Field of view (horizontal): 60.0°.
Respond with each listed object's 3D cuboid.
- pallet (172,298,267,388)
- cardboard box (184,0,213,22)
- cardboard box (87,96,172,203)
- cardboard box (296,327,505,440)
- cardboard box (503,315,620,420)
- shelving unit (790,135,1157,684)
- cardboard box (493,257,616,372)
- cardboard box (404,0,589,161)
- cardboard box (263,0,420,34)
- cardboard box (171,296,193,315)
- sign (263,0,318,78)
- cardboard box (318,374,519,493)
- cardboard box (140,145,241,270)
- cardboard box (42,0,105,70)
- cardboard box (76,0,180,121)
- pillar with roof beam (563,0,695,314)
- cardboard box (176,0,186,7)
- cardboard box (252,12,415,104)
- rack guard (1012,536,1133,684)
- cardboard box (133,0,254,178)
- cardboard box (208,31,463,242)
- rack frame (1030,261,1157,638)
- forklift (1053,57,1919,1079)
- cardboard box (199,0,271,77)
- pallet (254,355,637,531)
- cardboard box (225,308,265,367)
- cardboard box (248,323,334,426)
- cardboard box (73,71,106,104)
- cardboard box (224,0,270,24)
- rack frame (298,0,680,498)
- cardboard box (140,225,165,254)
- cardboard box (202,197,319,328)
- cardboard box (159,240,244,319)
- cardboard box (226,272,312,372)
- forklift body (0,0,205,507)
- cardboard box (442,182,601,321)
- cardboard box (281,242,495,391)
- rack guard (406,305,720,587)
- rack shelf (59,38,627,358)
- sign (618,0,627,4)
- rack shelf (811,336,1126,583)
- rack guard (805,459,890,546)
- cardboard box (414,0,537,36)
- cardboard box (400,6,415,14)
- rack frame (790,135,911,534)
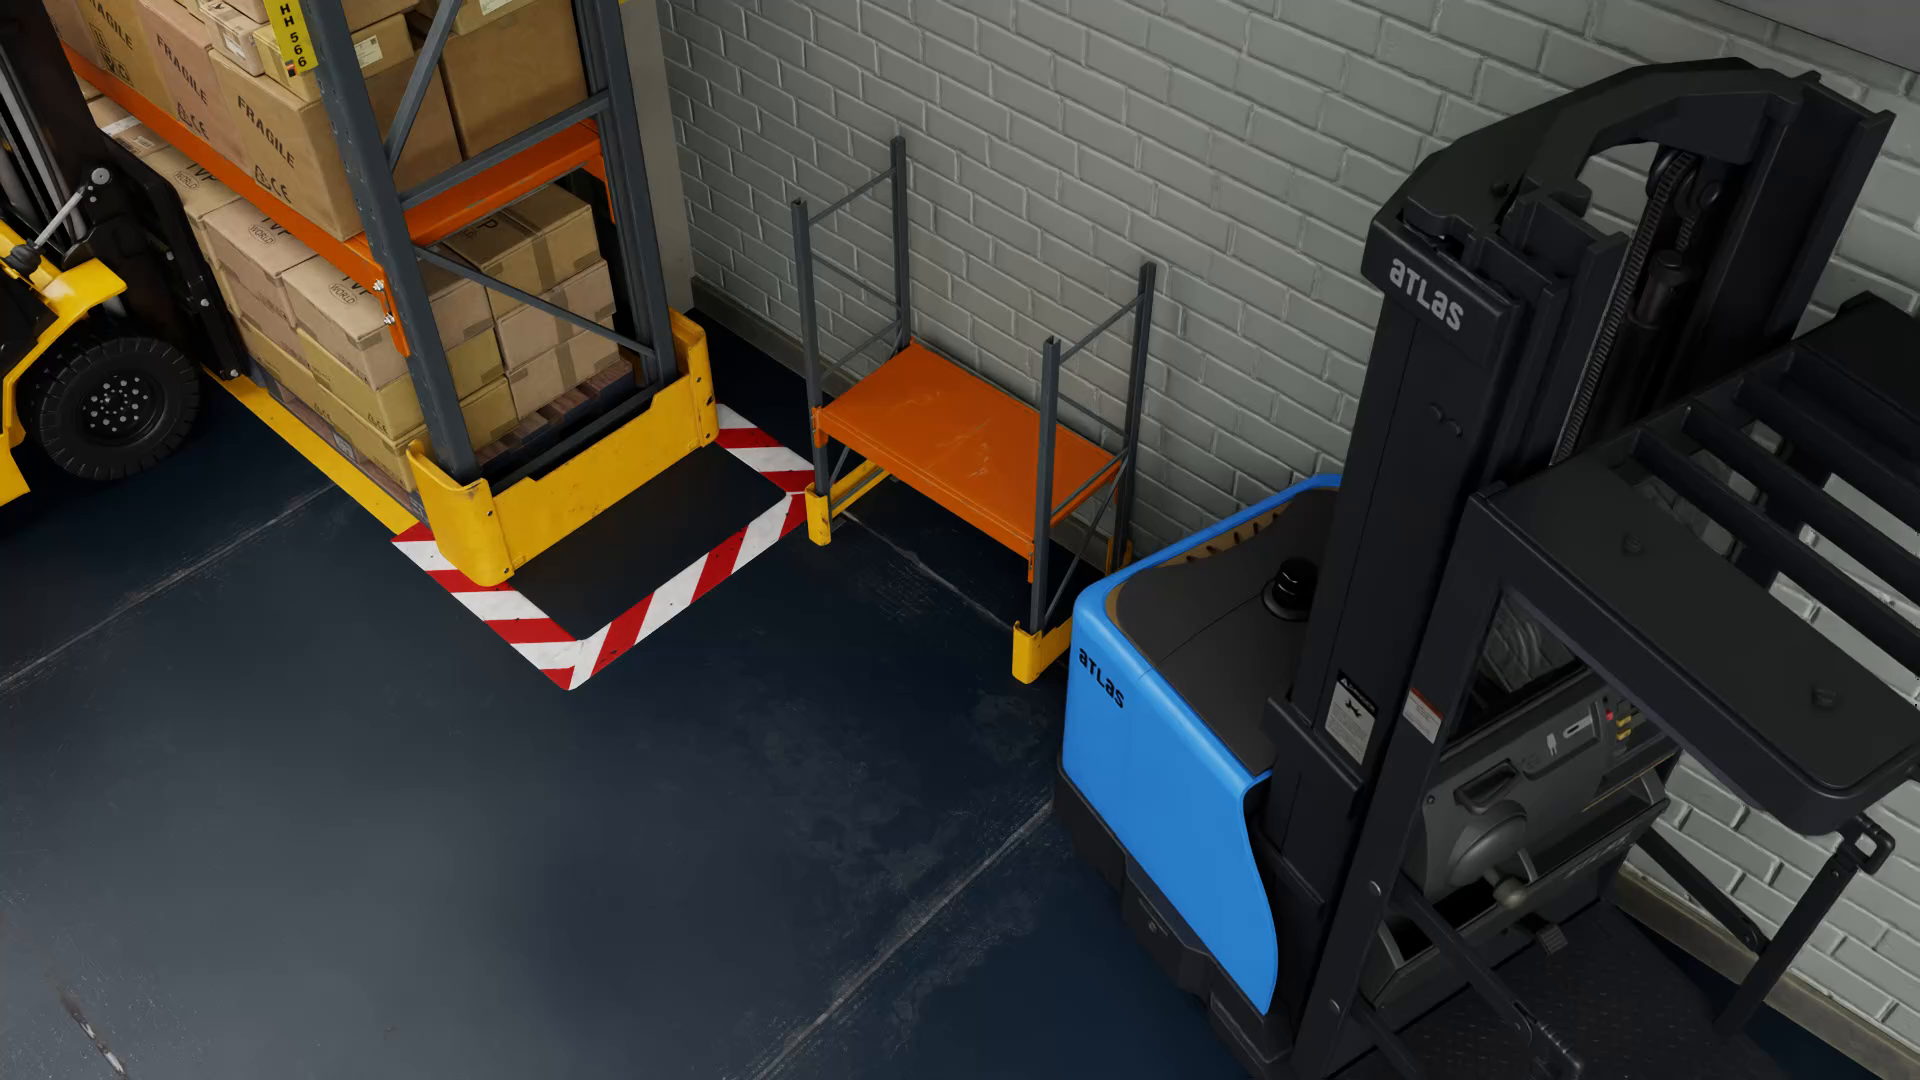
[{"bbox_3d":[-2.958,-1.250,7.278,1.213,0.211,1.003,34,55,28],"label":"pallet"},{"bbox_3d":[-2.278,-1.794,5.364,0.250,0.149,0.380,35,56,28],"label":"cardboard box"},{"bbox_3d":[-3.150,-1.599,6.606,0.500,0.250,0.500,33,55,27],"label":"cardboard box"},{"bbox_3d":[-2.045,-0.692,6.097,0.500,0.250,0.500,33,55,27],"label":"cardboard box"},{"bbox_3d":[-1.704,-0.795,6.537,0.500,0.250,0.500,34,56,28],"label":"cardboard box"},{"bbox_3d":[0.022,-0.427,5.622,1.083,1.500,0.587,33,55,27],"label":"shelving unit"},{"bbox_3d":[-1.680,-0.963,6.351,0.500,0.250,0.500,35,56,28],"label":"cardboard box"},{"bbox_3d":[-1.651,-1.673,5.695,0.500,0.500,0.500,36,56,29],"label":"cardboard box"},{"bbox_3d":[-1.882,-1.667,5.040,0.250,0.149,0.380,34,55,28],"label":"cardboard box"},{"bbox_3d":[-3.153,-1.259,6.972,0.500,0.250,0.500,36,56,29],"label":"cardboard box"},{"bbox_3d":[-1.854,-1.439,4.587,0.005,0.325,0.100,34,55,28],"label":"sign"},{"bbox_3d":[-2.035,-0.511,6.270,0.500,0.250,0.500,34,56,28],"label":"cardboard box"},{"bbox_3d":[-2.782,-1.344,6.367,0.500,0.250,0.500,35,56,28],"label":"cardboard box"},{"bbox_3d":[-3.144,-2.139,6.133,0.500,0.500,0.500,34,56,28],"label":"cardboard box"},{"bbox_3d":[-2.767,-1.897,5.905,0.500,0.500,0.500,33,55,27],"label":"cardboard box"},{"bbox_3d":[-4.296,-1.820,1.786,0.400,9.000,9.100,34,55,28],"label":"pillar with roof beam"},{"bbox_3d":[-2.452,-1.923,5.484,0.250,0.149,0.380,34,55,27],"label":"cardboard box"},{"bbox_3d":[-1.920,-1.523,5.109,0.250,0.149,0.380,35,56,28],"label":"cardboard box"},{"bbox_3d":[0.397,0.240,5.853,0.087,0.250,0.587,33,55,27],"label":"rack guard"},{"bbox_3d":[-2.390,-1.644,5.667,0.500,0.500,0.500,36,56,29],"label":"cardboard box"},{"bbox_3d":[-2.015,-1.382,5.422,0.500,0.500,0.500,33,55,27],"label":"cardboard box"},{"bbox_3d":[0.412,-0.179,5.389,0.032,1.500,0.500,33,55,27],"label":"rack frame"},{"bbox_3d":[1.511,0.604,3.673,1.130,2.935,3.031,-25,52,-21],"label":"forklift"},{"bbox_3d":[-2.128,-1.633,5.212,0.250,0.149,0.380,35,56,28],"label":"cardboard box"},{"bbox_3d":[-2.066,-0.646,6.712,1.213,0.211,1.003,34,55,28],"label":"pallet"},{"bbox_3d":[-2.756,-1.014,6.743,0.500,0.250,0.500,35,56,28],"label":"cardboard box"},{"bbox_3d":[-2.394,-0.762,6.506,0.500,0.250,0.500,34,55,28],"label":"cardboard box"},{"bbox_3d":[-3.530,-1.862,6.853,0.500,0.250,0.500,36,56,29],"label":"cardboard box"},{"bbox_3d":[-2.084,-1.773,5.139,0.250,0.149,0.380,34,55,28],"label":"cardboard box"},{"bbox_3d":[-1.476,-1.245,5.362,0.127,3.000,1.000,34,55,28],"label":"rack frame"},{"bbox_3d":[-3.165,-1.439,6.799,0.500,0.250,0.500,34,55,28],"label":"cardboard box"},{"bbox_3d":[-2.405,-1.100,6.137,0.500,0.250,0.500,35,56,28],"label":"cardboard box"},{"bbox_3d":[-2.800,-1.190,6.565,0.500,0.250,0.500,33,55,27],"label":"cardboard box"},{"bbox_3d":[-2.407,-0.946,6.336,0.500,0.250,0.500,33,55,27],"label":"cardboard box"},{"bbox_3d":[-4.106,-0.915,5.634,1.214,2.155,2.313,34,55,28],"label":"forklift body"},{"bbox_3d":[-1.700,-1.129,6.165,0.500,0.250,0.500,33,55,27],"label":"cardboard box"},{"bbox_3d":[-2.026,-0.851,5.903,0.500,0.250,0.500,36,56,29],"label":"cardboard box"},{"bbox_3d":[-1.458,-0.378,6.262,0.348,0.500,1.175,34,55,28],"label":"rack guard"},{"bbox_3d":[-2.945,-1.988,6.552,4.000,0.370,1.077,34,55,28],"label":"rack shelf"},{"bbox_3d":[-1.095,-1.863,5.294,0.005,0.325,0.100,34,55,28],"label":"sign"},{"bbox_3d":[0.029,-0.299,5.749,1.000,0.185,0.538,33,55,27],"label":"rack shelf"},{"bbox_3d":[-0.353,-0.238,6.302,0.087,0.250,0.587,33,55,27],"label":"rack guard"},{"bbox_3d":[-1.549,-1.808,5.377,0.250,0.149,0.380,33,55,27],"label":"cardboard box"},{"bbox_3d":[-1.774,-1.896,5.459,0.250,0.149,0.380,34,55,28],"label":"cardboard box"},{"bbox_3d":[-0.353,-0.666,5.847,0.032,1.500,0.500,33,55,27],"label":"rack frame"}]
